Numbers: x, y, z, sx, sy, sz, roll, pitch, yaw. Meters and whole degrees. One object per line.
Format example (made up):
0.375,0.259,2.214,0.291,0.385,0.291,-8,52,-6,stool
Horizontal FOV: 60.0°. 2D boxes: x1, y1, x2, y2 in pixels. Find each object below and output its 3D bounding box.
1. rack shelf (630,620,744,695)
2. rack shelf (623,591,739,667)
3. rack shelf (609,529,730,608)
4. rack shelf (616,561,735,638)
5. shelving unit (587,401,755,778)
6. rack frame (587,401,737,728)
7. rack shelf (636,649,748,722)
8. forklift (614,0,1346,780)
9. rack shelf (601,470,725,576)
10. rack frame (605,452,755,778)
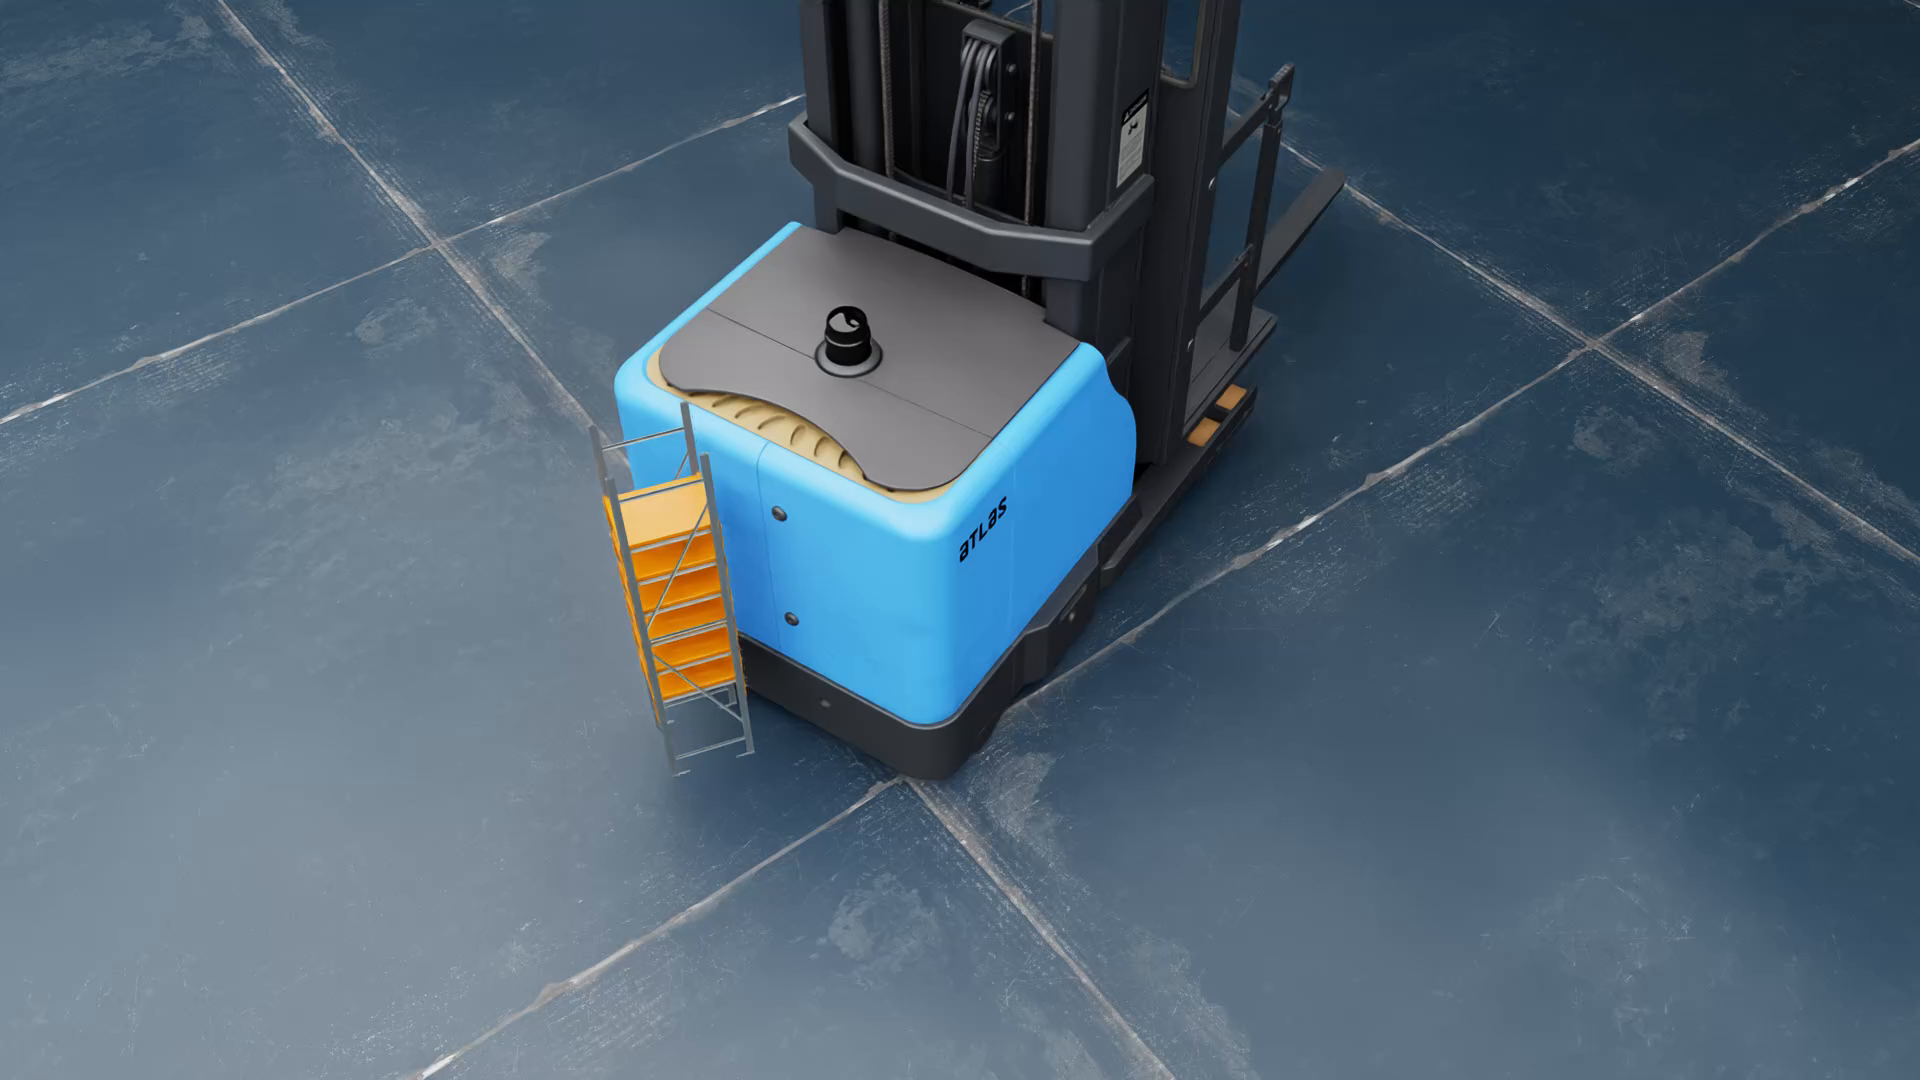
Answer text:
-0.724,0.278,4.409,0.258,0.103,0.180,-16,50,-14,rack shelf
-0.724,0.198,4.320,0.258,0.103,0.180,-16,50,-14,rack shelf
-0.723,0.038,4.141,0.258,0.103,0.180,-16,50,-14,rack shelf
-0.723,0.118,4.230,0.258,0.103,0.180,-16,50,-14,rack shelf
-0.724,0.168,4.287,0.258,1.200,0.189,-16,50,-14,shelving unit
-0.756,0.104,4.344,0.240,1.200,0.006,-16,50,-14,rack frame
-0.725,0.358,4.499,0.258,0.103,0.180,-16,50,-14,rack shelf
0.331,-1.398,4.539,1.130,2.935,3.031,26,53,22,forklift
-0.723,-0.043,4.052,0.258,0.103,0.180,-16,50,-14,rack shelf
-0.691,0.232,4.230,0.240,1.200,0.006,-16,50,-14,rack frame
